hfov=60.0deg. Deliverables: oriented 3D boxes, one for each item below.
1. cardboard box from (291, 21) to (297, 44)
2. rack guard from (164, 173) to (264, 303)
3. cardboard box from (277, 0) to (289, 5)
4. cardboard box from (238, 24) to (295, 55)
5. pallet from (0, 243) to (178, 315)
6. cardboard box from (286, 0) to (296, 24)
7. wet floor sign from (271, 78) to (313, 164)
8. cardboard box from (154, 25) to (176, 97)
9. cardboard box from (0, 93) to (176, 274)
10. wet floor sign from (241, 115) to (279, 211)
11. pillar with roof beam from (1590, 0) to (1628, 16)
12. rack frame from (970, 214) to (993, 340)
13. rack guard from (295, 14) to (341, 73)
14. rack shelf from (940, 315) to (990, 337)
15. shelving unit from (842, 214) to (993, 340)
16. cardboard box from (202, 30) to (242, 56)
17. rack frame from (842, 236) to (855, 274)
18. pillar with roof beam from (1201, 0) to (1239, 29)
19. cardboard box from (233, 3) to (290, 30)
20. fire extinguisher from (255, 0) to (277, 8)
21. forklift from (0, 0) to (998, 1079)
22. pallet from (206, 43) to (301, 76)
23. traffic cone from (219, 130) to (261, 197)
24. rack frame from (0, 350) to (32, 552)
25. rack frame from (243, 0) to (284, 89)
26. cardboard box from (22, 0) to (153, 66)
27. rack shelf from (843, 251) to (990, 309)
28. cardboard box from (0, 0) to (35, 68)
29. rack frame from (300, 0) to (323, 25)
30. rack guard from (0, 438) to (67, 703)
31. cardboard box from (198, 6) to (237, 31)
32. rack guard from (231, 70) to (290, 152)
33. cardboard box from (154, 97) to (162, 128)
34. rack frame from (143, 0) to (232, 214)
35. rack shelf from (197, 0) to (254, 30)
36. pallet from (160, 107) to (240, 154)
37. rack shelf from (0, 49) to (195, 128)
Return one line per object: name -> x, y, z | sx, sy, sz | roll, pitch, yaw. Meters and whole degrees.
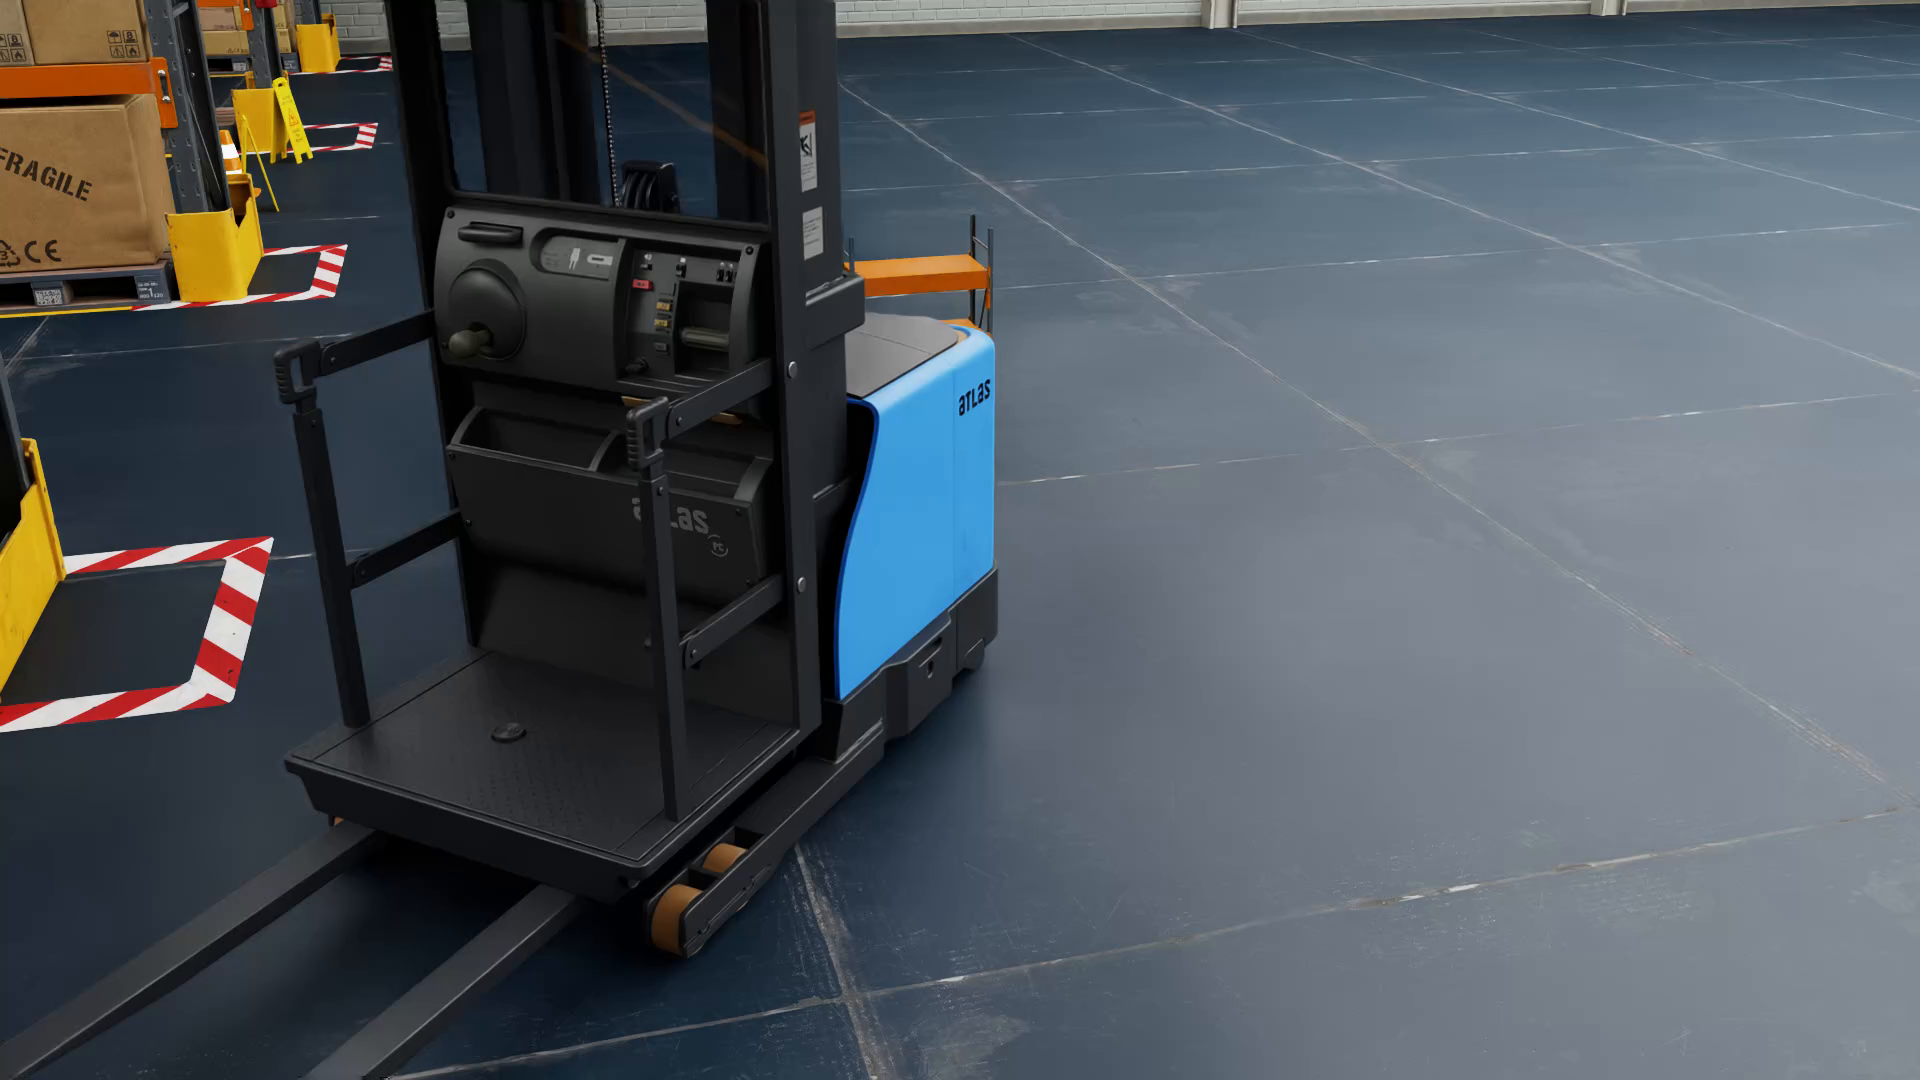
cardboard box -> -7.706, -5.647, 18.561 | 0.500, 0.250, 0.500 | -6, 24, -14
rack guard -> -4.378, -1.797, 9.803 | 0.348, 0.500, 1.175 | -6, 24, -14
cardboard box -> -7.539, -5.917, 17.922 | 0.500, 0.250, 0.500 | -5, 24, -13
cardboard box -> -7.547, -5.455, 18.113 | 0.500, 0.250, 0.500 | -6, 24, -14
pallet -> -5.150, -1.546, 9.587 | 1.213, 0.211, 1.003 | -6, 24, -14
cardboard box -> -7.689, -5.883, 18.478 | 0.500, 0.250, 0.500 | -6, 24, -13
wet floor sign -> -5.364, -3.343, 13.224 | 0.232, 0.644, 0.267 | 2, 23, 4
cardboard box -> -6.537, -3.901, 13.541 | 0.500, 0.500, 0.500 | -6, 24, -14
cardboard box -> -5.036, -2.062, 9.414 | 0.875, 0.875, 0.875 | -6, 24, -14
wet floor sign -> -4.908, -2.616, 11.528 | 0.232, 0.644, 0.267 | -11, 25, -23
pillar with roof beam -> 10.400, -10.003, 18.151 | 0.400, 9.000, 9.100 | -6, 24, -14
rack frame -> 0.076, -0.560, 6.033 | 0.015, 1.200, 0.240 | -6, 24, -14
rack guard -> -7.157, -5.549, 18.549 | 0.348, 0.500, 1.175 | -6, 24, -14
rack shelf -> -0.159, -0.677, 5.911 | 0.480, 0.148, 0.258 | -6, 24, -14
shelving unit -> -0.159, -0.534, 5.972 | 0.503, 1.200, 0.258 | -6, 24, -14
cardboard box -> -8.028, -5.406, 17.998 | 0.500, 0.250, 0.500 | -6, 24, -14
rack frame -> -0.394, -0.508, 5.912 | 0.015, 1.200, 0.240 | -6, 24, -14
pillar with roof beam -> 4.623, -9.364, 16.662 | 0.400, 9.000, 9.100 | -6, 24, -14
cardboard box -> -7.564, -5.684, 18.014 | 0.500, 0.250, 0.500 | -7, 24, -15
fire extinguisher -> -5.601, -4.613, 13.295 | 0.183, 0.674, 0.296 | -6, 24, -14
forklift -> -0.980, -0.557, 3.832 | 1.130, 2.935, 3.031 | 11, 26, 24
pallet -> -7.905, -5.317, 18.373 | 1.213, 0.211, 1.003 | -6, 24, -14
traffic cone -> -5.274, -2.725, 12.014 | 0.334, 0.463, 0.336 | -6, 24, -14
rack frame -> -3.159, -1.049, 4.891 | 0.127, 3.000, 1.000 | -6, 24, -14
rack frame -> -5.836, -4.811, 13.659 | 0.127, 3.000, 1.000 | -6, 24, -14
cardboard box -> -4.746, -2.955, 9.143 | 0.550, 0.550, 0.875 | -6, 24, -14
rack shelf -> -0.159, -0.895, 5.817 | 0.480, 0.148, 0.258 | -6, 24, -14
cardboard box -> -5.270, -2.888, 8.987 | 0.550, 0.550, 0.875 | -6, 24, -14
rack frame -> -7.180, -6.696, 18.050 | 0.127, 3.000, 1.000 | -6, 24, -14
rack guard -> -3.232, 0.108, 5.365 | 0.348, 0.500, 1.175 | -6, 24, -14
cardboard box -> -8.050, -5.635, 17.899 | 0.500, 0.250, 0.500 | -7, 24, -15
rack guard -> -5.909, -3.655, 14.133 | 0.348, 0.500, 1.175 | -6, 24, -14
cardboard box -> -6.564, -3.550, 13.674 | 0.500, 0.250, 0.500 | -6, 24, -15
rack frame -> -4.401, -2.943, 9.304 | 0.127, 3.000, 1.000 | -6, 24, -14
rack shelf -> -7.761, -4.268, 13.305 | 4.000, 0.370, 1.077 | -6, 24, -14
pallet -> -6.701, -3.449, 14.020 | 1.213, 0.211, 1.003 | -6, 24, -14
rack shelf -> -6.327, -2.399, 8.950 | 4.000, 0.370, 1.077 | -6, 24, -14
